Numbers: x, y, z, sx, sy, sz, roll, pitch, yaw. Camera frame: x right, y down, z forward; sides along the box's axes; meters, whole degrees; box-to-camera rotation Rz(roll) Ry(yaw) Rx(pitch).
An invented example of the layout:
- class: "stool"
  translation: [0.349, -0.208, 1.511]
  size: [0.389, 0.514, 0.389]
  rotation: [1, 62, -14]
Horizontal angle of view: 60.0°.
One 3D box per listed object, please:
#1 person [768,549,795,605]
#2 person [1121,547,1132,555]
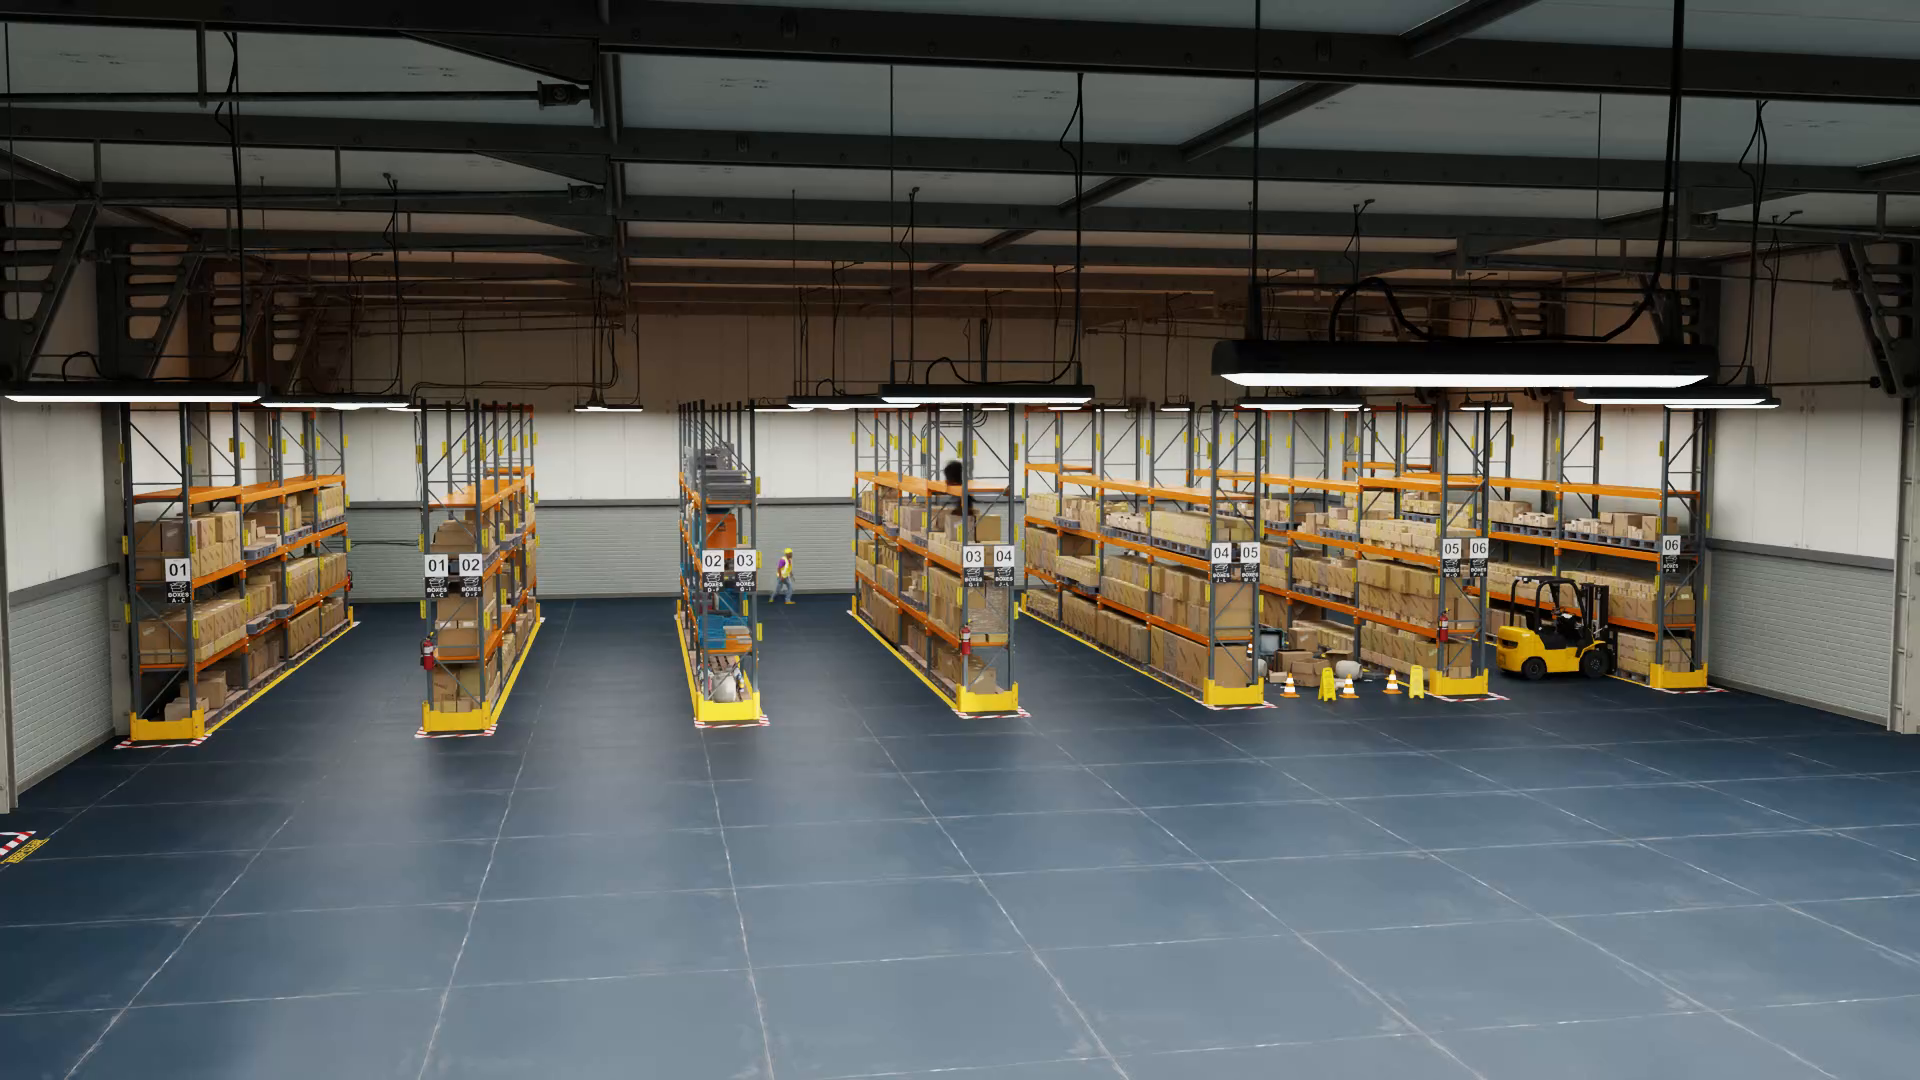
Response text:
- class: "person"
  translation: [-5.365, 1.103, 50.199]
  size: [0.849, 1.698, 0.770]
  rotation: [2, 5, 30]
- class: "person"
  translation: [5.151, 0.952, 51.525]
  size: [0.850, 1.834, 0.639]
  rotation: [-2, 5, -25]
